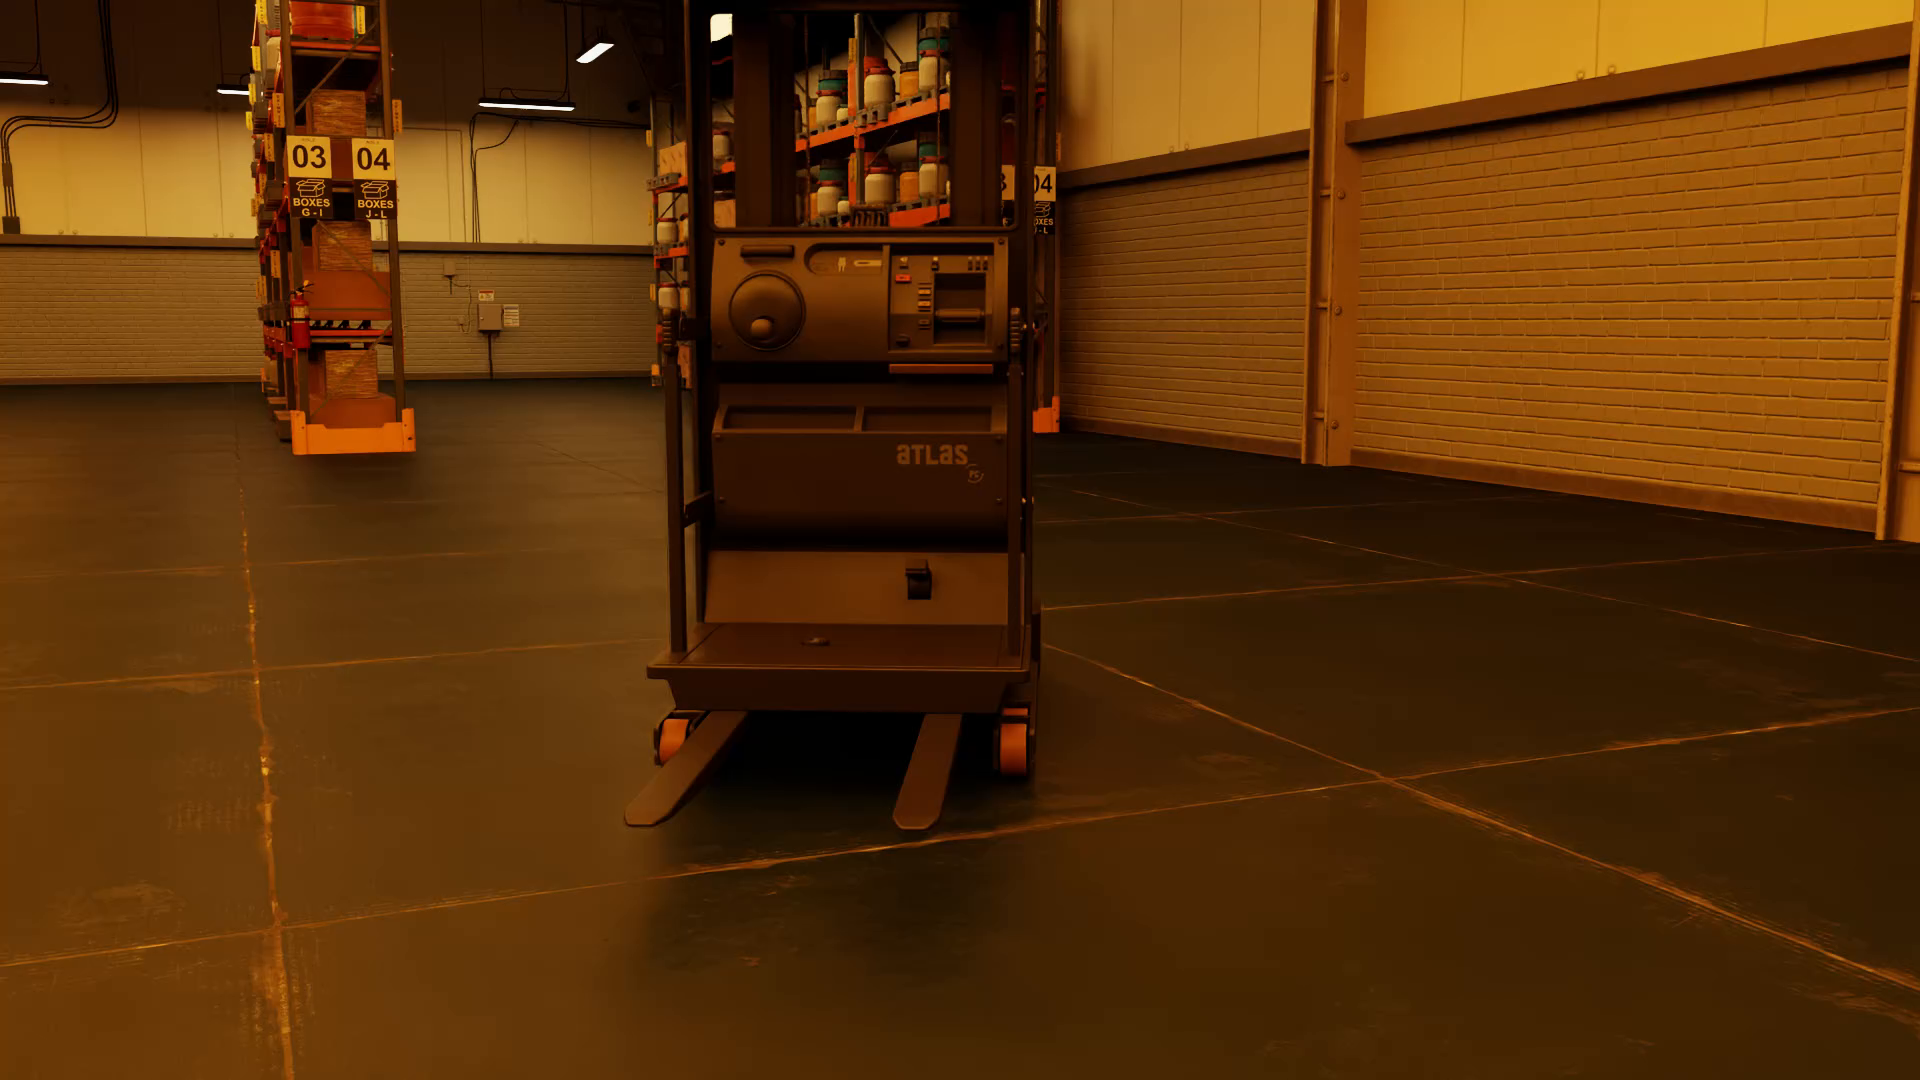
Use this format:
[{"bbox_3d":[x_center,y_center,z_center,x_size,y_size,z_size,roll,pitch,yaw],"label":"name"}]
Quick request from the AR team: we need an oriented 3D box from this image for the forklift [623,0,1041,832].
[{"bbox_3d":[-0.322,-0.799,4.998,1.130,2.935,3.031,0,8,3],"label":"forklift"}]
